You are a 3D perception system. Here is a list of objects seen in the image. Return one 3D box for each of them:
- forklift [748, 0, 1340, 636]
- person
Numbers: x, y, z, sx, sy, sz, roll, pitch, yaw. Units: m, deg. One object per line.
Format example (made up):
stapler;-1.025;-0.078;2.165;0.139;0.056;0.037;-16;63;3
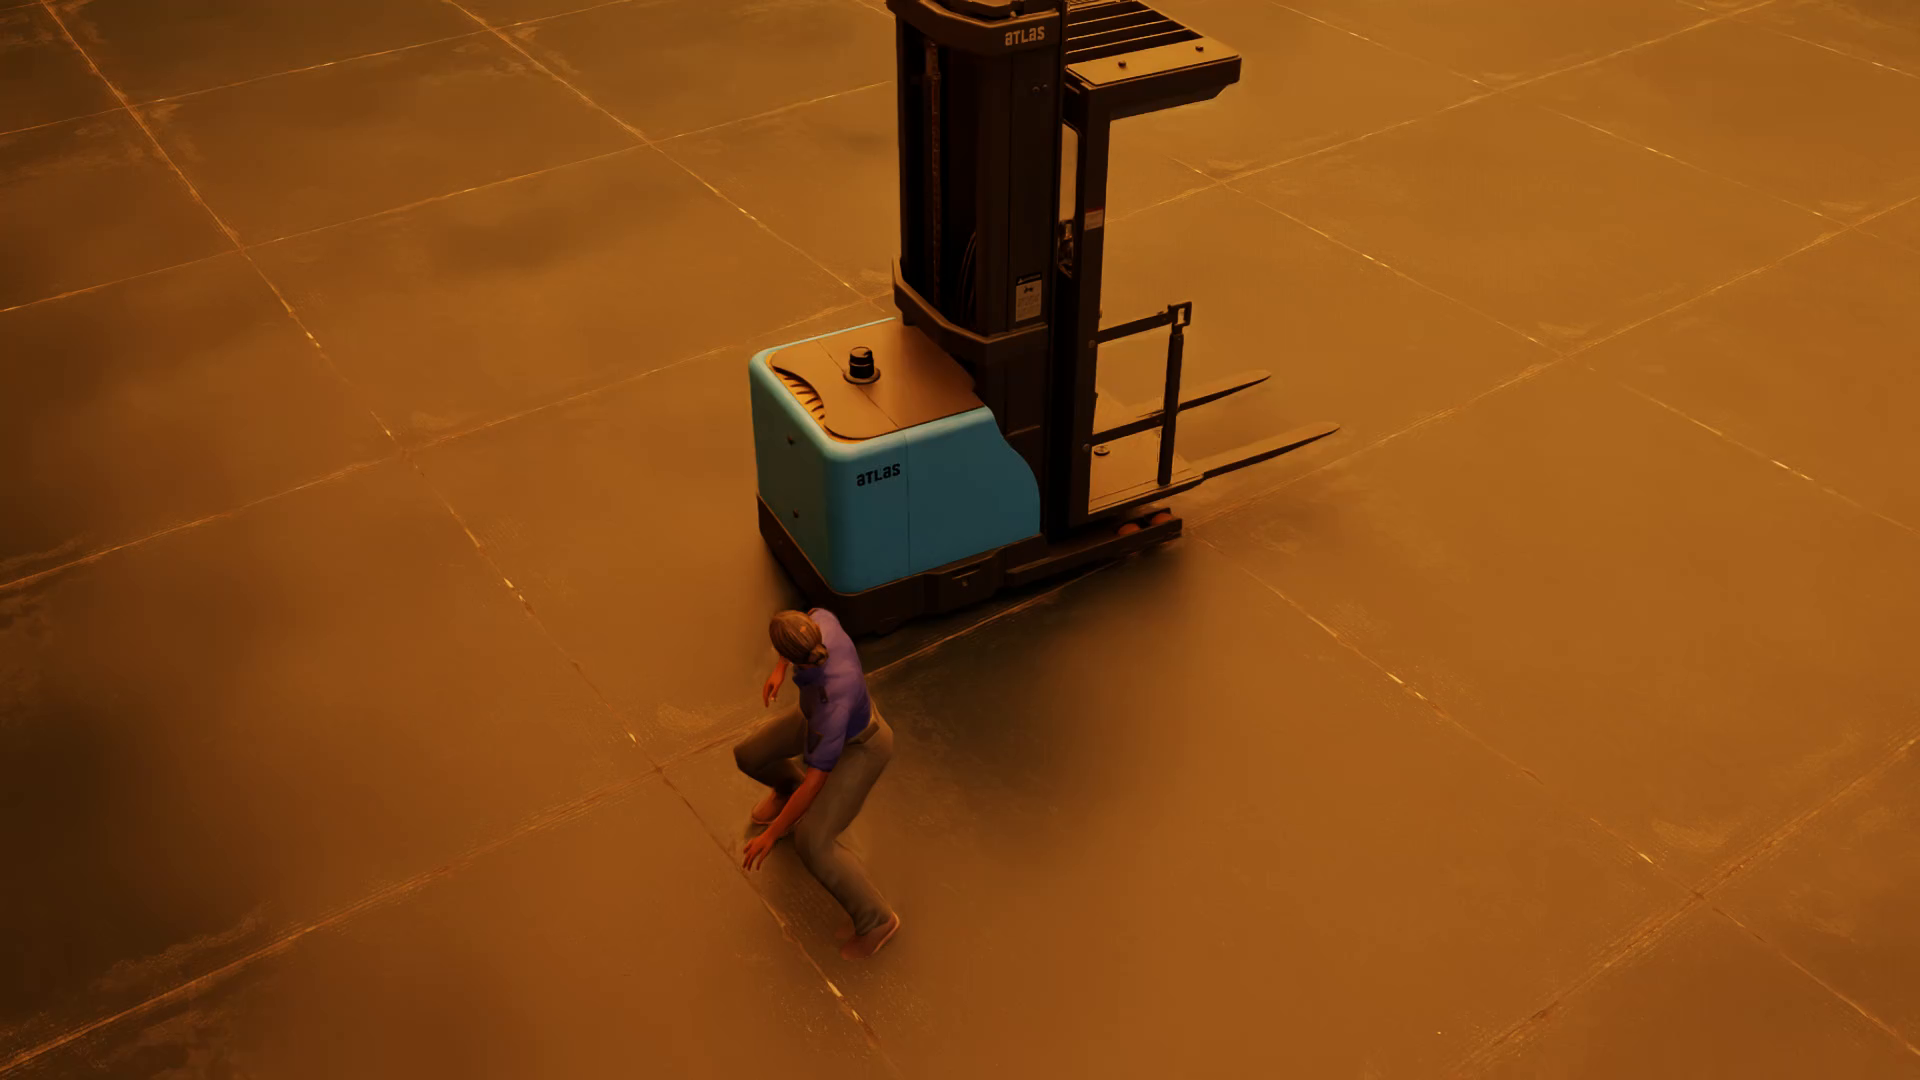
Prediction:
forklift;0.536;-1.353;7.774;3.031;2.935;1.130;-18;40;-22
person;-0.566;0.822;6.171;0.718;1.445;0.855;-15;39;-19
